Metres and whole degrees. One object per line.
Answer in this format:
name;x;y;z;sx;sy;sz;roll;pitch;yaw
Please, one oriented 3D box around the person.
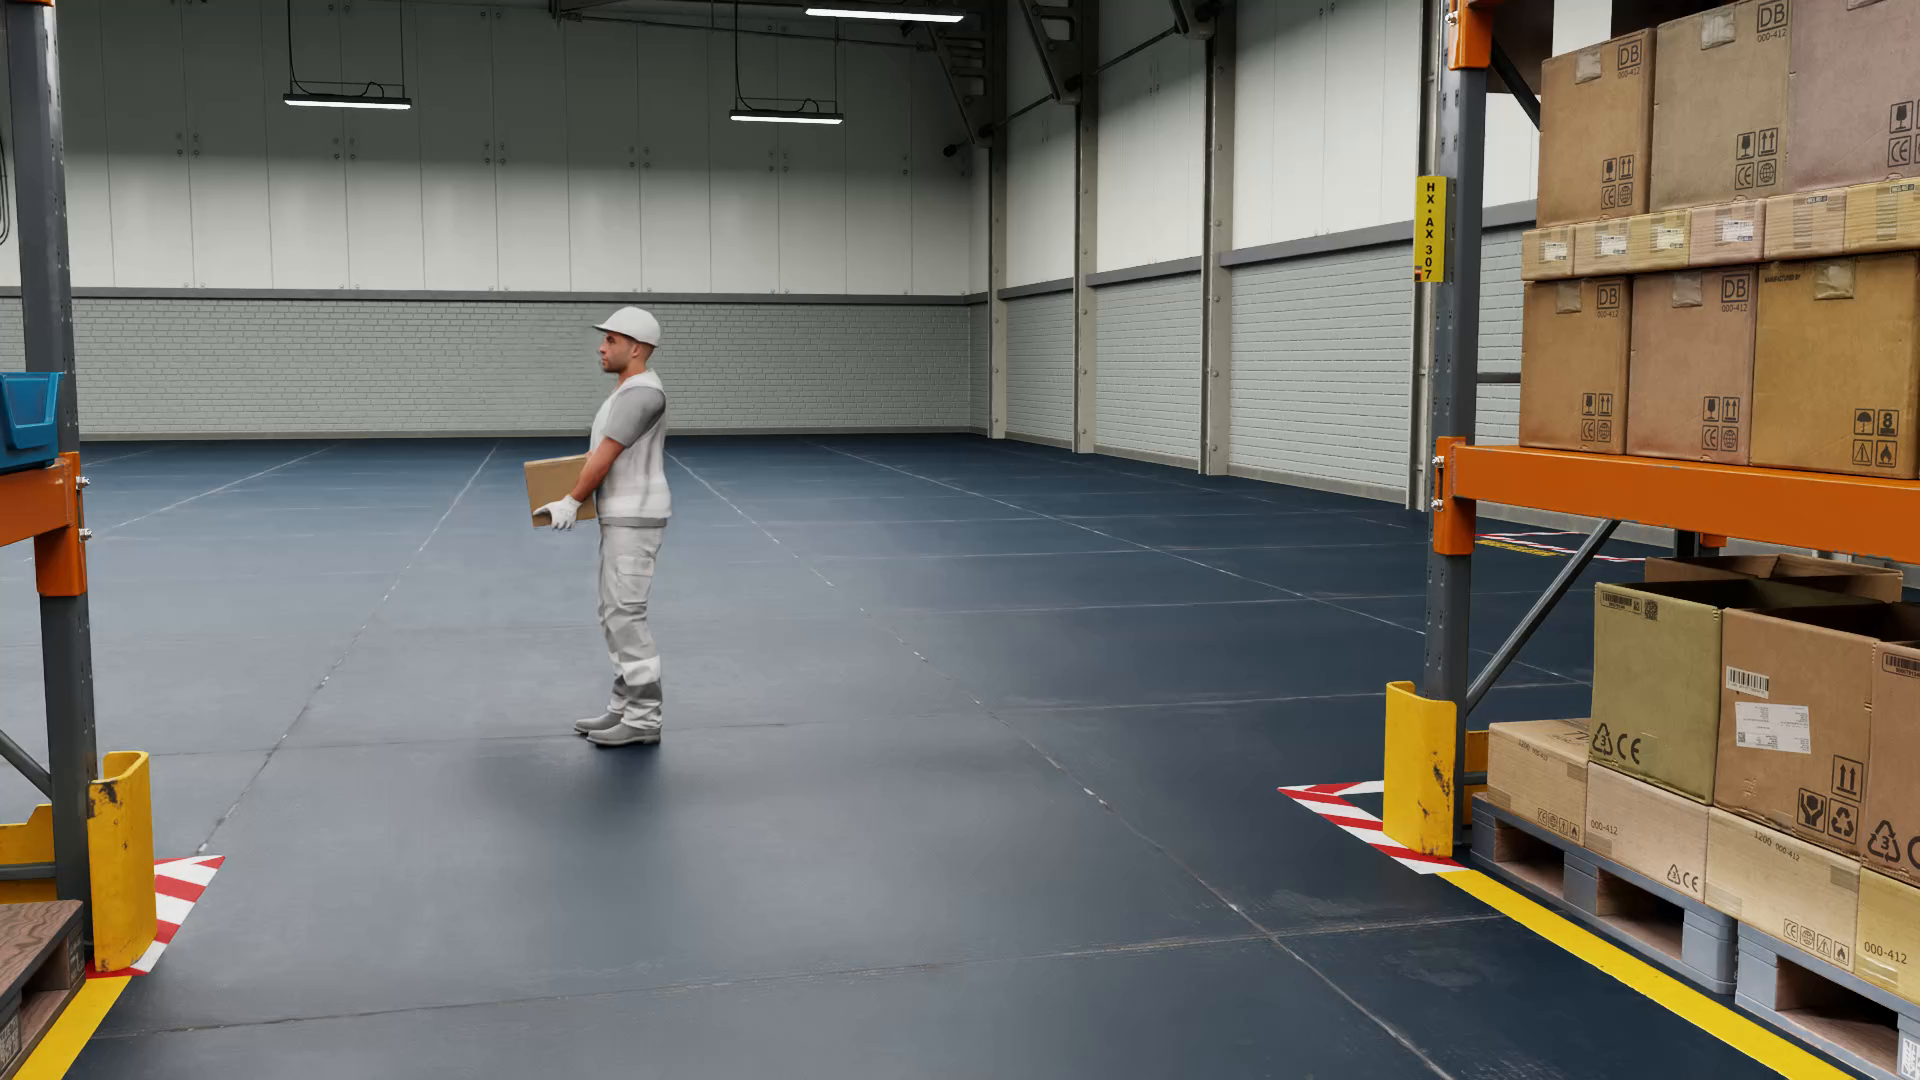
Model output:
person;-1.467;-0.059;6.841;0.559;1.786;0.495;-1;6;-14
